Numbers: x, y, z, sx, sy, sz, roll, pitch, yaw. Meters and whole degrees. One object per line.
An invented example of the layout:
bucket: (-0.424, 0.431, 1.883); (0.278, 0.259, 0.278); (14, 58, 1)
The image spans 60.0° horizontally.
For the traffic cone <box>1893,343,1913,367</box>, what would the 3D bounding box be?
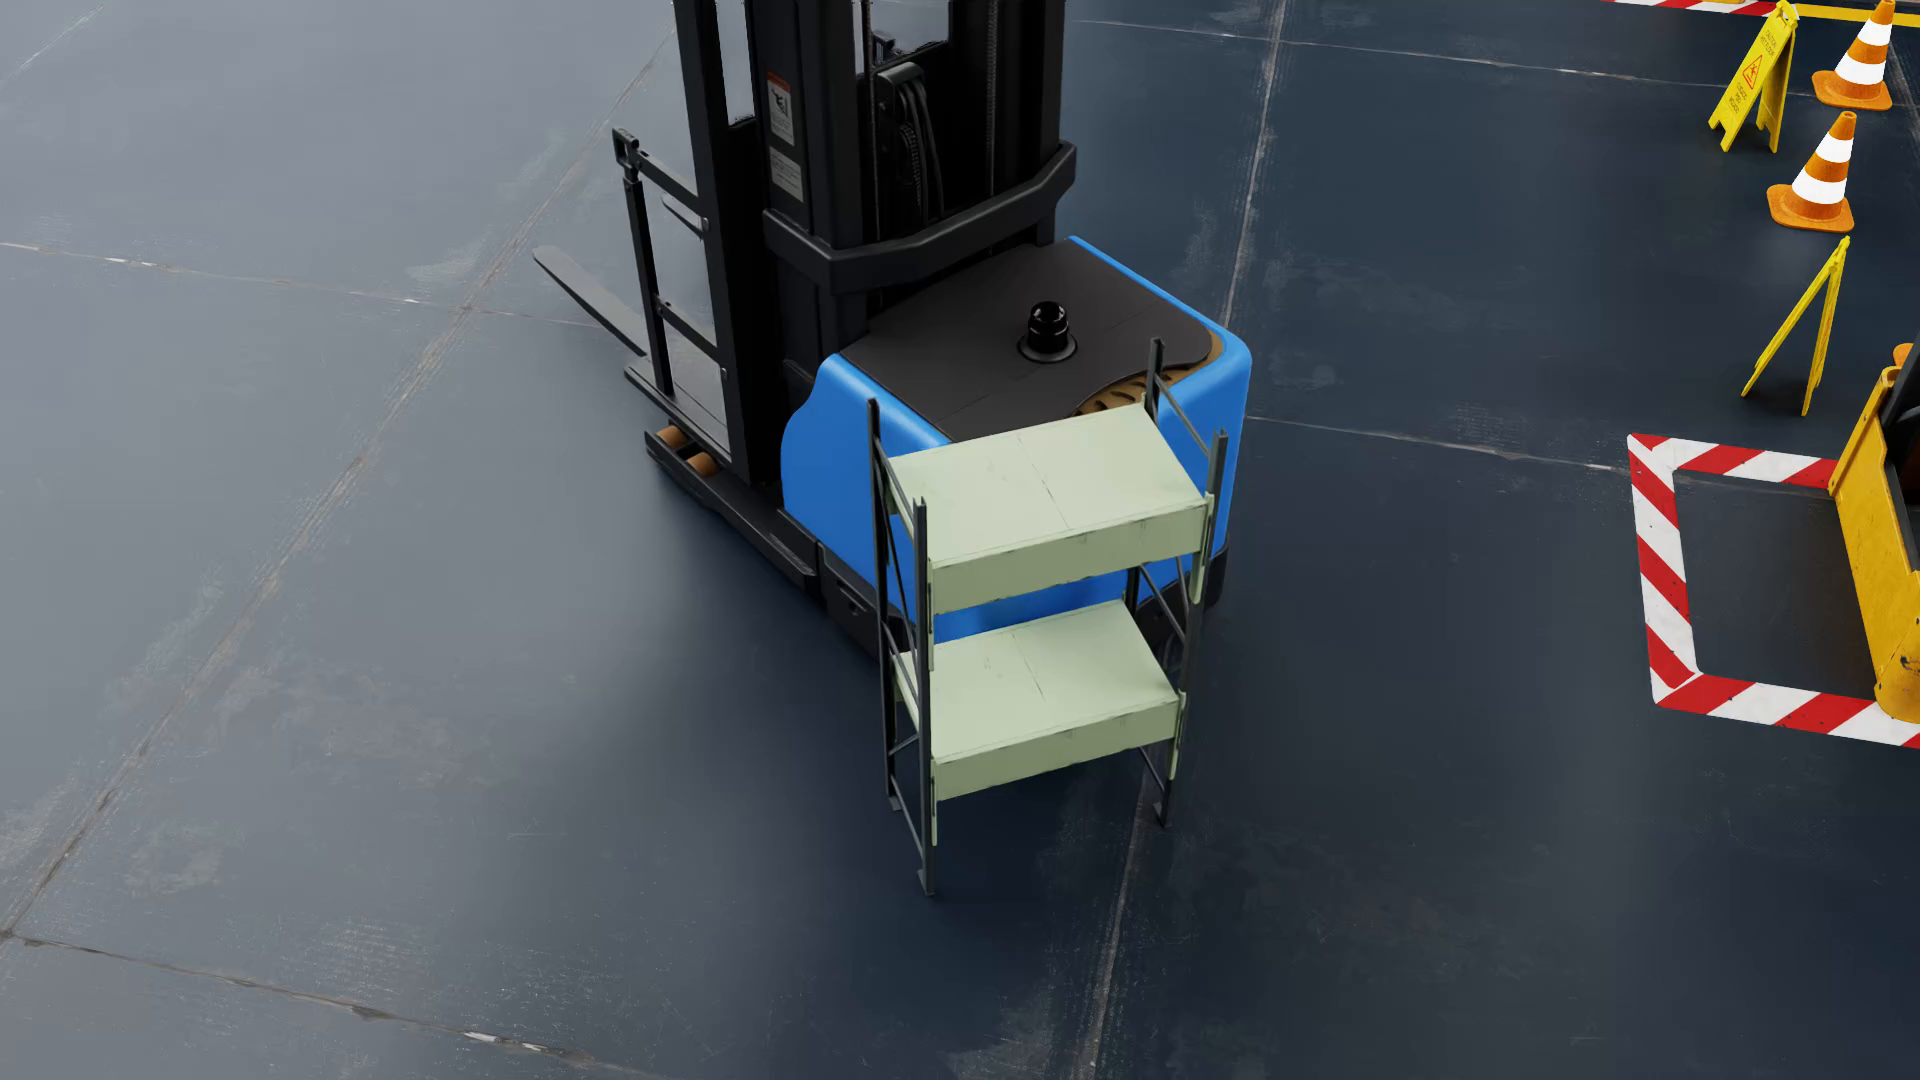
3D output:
traffic cone: (3.790, -0.802, 6.250); (0.334, 0.463, 0.336); (9, 45, 9)

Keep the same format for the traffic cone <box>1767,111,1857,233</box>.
traffic cone: (3.700, -1.605, 7.084); (0.334, 0.463, 0.336); (9, 45, 9)

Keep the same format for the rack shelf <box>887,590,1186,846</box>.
rack shelf: (0.199, 0.488, 4.631); (0.720, 0.370, 0.431); (-13, 45, -13)

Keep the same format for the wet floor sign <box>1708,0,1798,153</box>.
wet floor sign: (3.610, -2.090, 7.456); (0.232, 0.644, 0.267); (2, 44, 2)

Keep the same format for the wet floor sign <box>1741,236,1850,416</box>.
wet floor sign: (3.136, -0.813, 6.130); (0.232, 0.644, 0.267); (24, 49, 23)

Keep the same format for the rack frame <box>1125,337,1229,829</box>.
rack frame: (0.546, 0.172, 4.490); (0.023, 1.500, 0.400); (-13, 45, -13)

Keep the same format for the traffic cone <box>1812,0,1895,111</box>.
traffic cone: (4.279, -2.318, 7.825); (0.334, 0.463, 0.336); (9, 45, 9)

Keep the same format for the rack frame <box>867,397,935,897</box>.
rack frame: (-0.147, 0.335, 4.320); (0.023, 1.500, 0.400); (-13, 45, -13)

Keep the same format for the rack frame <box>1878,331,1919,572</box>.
rack frame: (3.088, -0.909, 4.531); (0.127, 3.000, 1.000); (9, 45, 9)

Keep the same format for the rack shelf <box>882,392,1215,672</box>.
rack shelf: (0.199, -0.028, 4.135); (0.720, 0.370, 0.431); (-13, 45, -13)

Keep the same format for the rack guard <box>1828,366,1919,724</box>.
rack guard: (3.162, 0.003, 5.386); (0.348, 0.500, 1.175); (9, 45, 9)

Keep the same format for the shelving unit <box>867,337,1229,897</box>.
shelving unit: (0.199, 0.253, 4.405); (0.755, 1.500, 0.431); (-13, 45, -13)

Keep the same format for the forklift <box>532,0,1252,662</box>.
forklift: (-0.475, -1.401, 5.092); (1.130, 2.935, 3.031); (-31, 52, -28)

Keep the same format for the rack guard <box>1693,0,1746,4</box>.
rack guard: (4.047, -3.377, 8.898); (0.348, 0.500, 1.175); (9, 45, 9)
